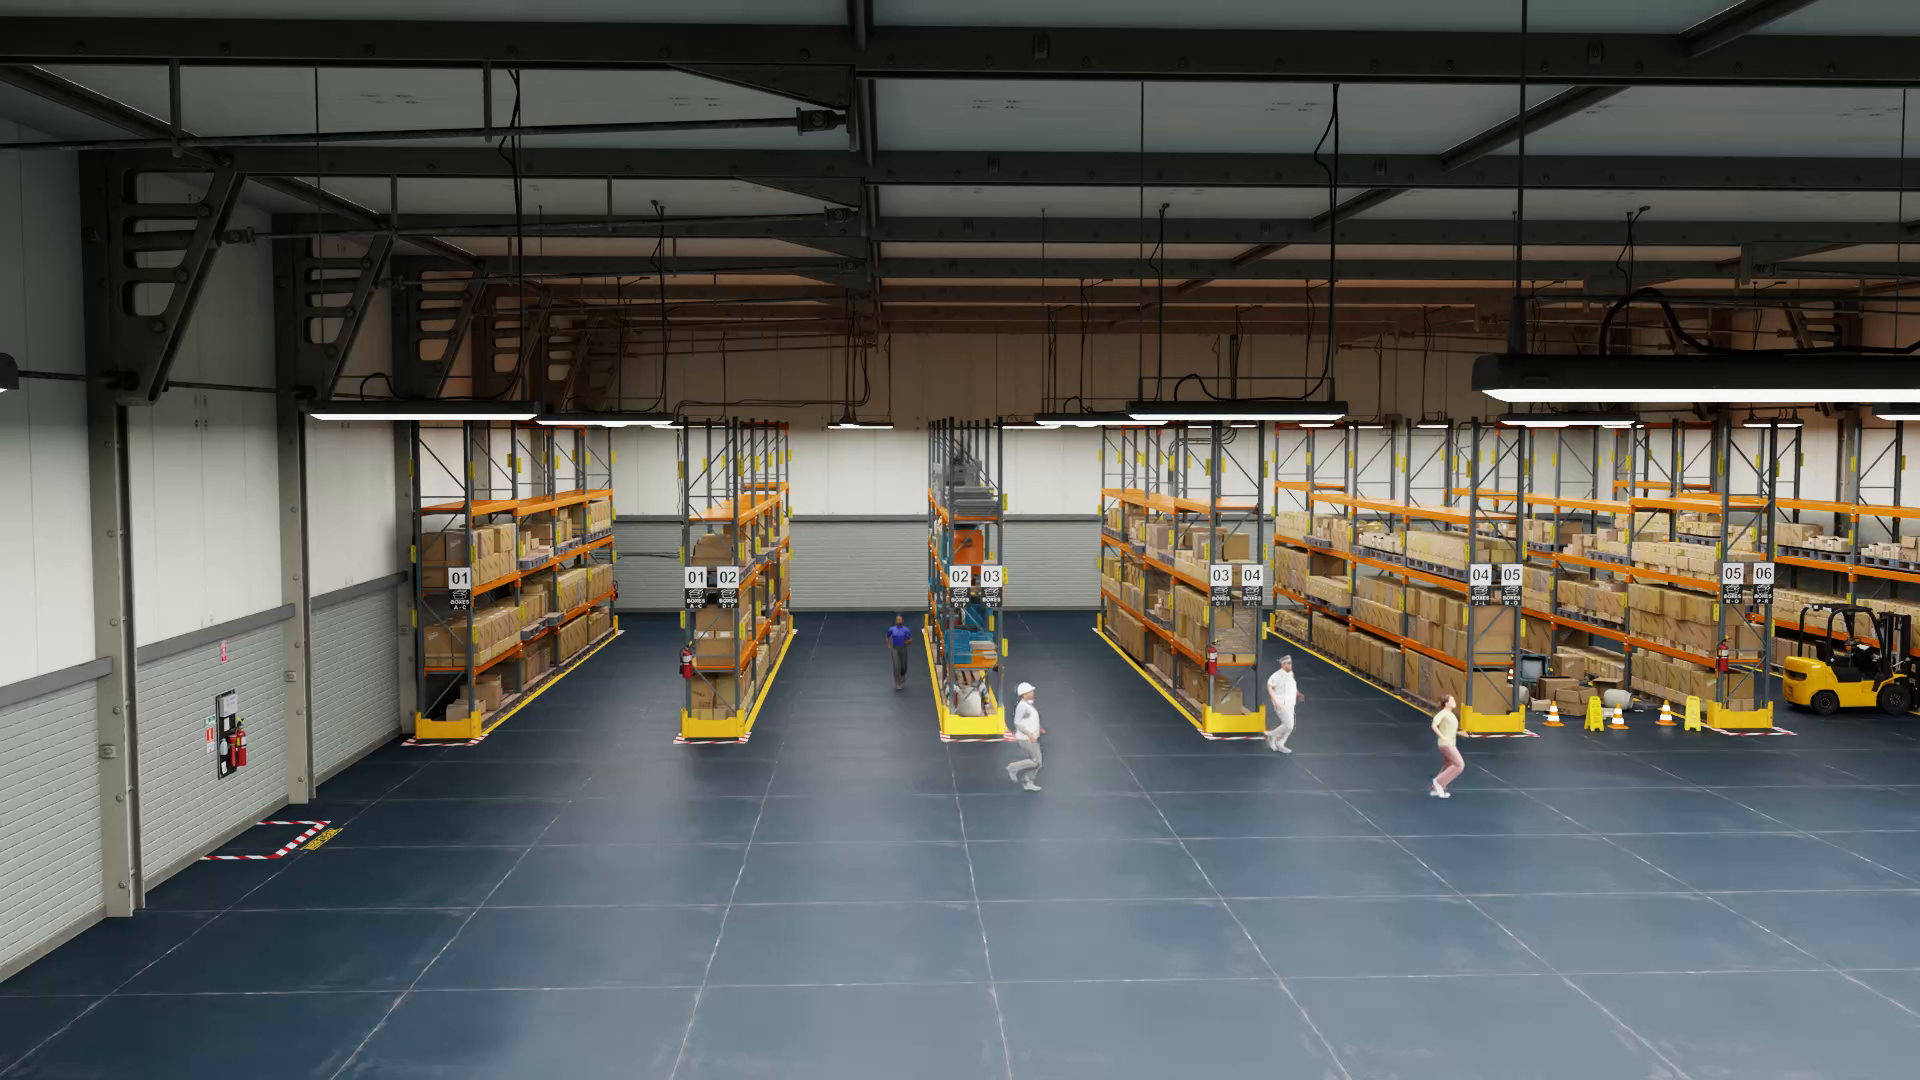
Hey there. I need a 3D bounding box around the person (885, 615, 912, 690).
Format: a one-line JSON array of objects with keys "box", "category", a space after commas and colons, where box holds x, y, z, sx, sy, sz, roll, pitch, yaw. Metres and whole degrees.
[{"box": [-1.361, 2.487, 37.089, 0.588, 1.622, 0.815, 0, 4, -5], "category": "person"}]

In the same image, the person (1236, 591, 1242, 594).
[{"box": [7.748, 1.867, 46.770, 0.594, 1.671, 0.855, 0, 4, 4], "category": "person"}]

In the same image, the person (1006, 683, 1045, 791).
[{"box": [1.046, 3.136, 26.502, 0.586, 1.729, 0.659, 1, 4, 12], "category": "person"}]

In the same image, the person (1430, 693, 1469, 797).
[{"box": [7.628, 3.203, 25.928, 0.556, 1.628, 0.555, 2, 4, 27], "category": "person"}]

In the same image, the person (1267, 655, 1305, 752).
[{"box": [5.816, 2.916, 29.658, 0.593, 1.748, 0.675, 3, 5, 39], "category": "person"}]
